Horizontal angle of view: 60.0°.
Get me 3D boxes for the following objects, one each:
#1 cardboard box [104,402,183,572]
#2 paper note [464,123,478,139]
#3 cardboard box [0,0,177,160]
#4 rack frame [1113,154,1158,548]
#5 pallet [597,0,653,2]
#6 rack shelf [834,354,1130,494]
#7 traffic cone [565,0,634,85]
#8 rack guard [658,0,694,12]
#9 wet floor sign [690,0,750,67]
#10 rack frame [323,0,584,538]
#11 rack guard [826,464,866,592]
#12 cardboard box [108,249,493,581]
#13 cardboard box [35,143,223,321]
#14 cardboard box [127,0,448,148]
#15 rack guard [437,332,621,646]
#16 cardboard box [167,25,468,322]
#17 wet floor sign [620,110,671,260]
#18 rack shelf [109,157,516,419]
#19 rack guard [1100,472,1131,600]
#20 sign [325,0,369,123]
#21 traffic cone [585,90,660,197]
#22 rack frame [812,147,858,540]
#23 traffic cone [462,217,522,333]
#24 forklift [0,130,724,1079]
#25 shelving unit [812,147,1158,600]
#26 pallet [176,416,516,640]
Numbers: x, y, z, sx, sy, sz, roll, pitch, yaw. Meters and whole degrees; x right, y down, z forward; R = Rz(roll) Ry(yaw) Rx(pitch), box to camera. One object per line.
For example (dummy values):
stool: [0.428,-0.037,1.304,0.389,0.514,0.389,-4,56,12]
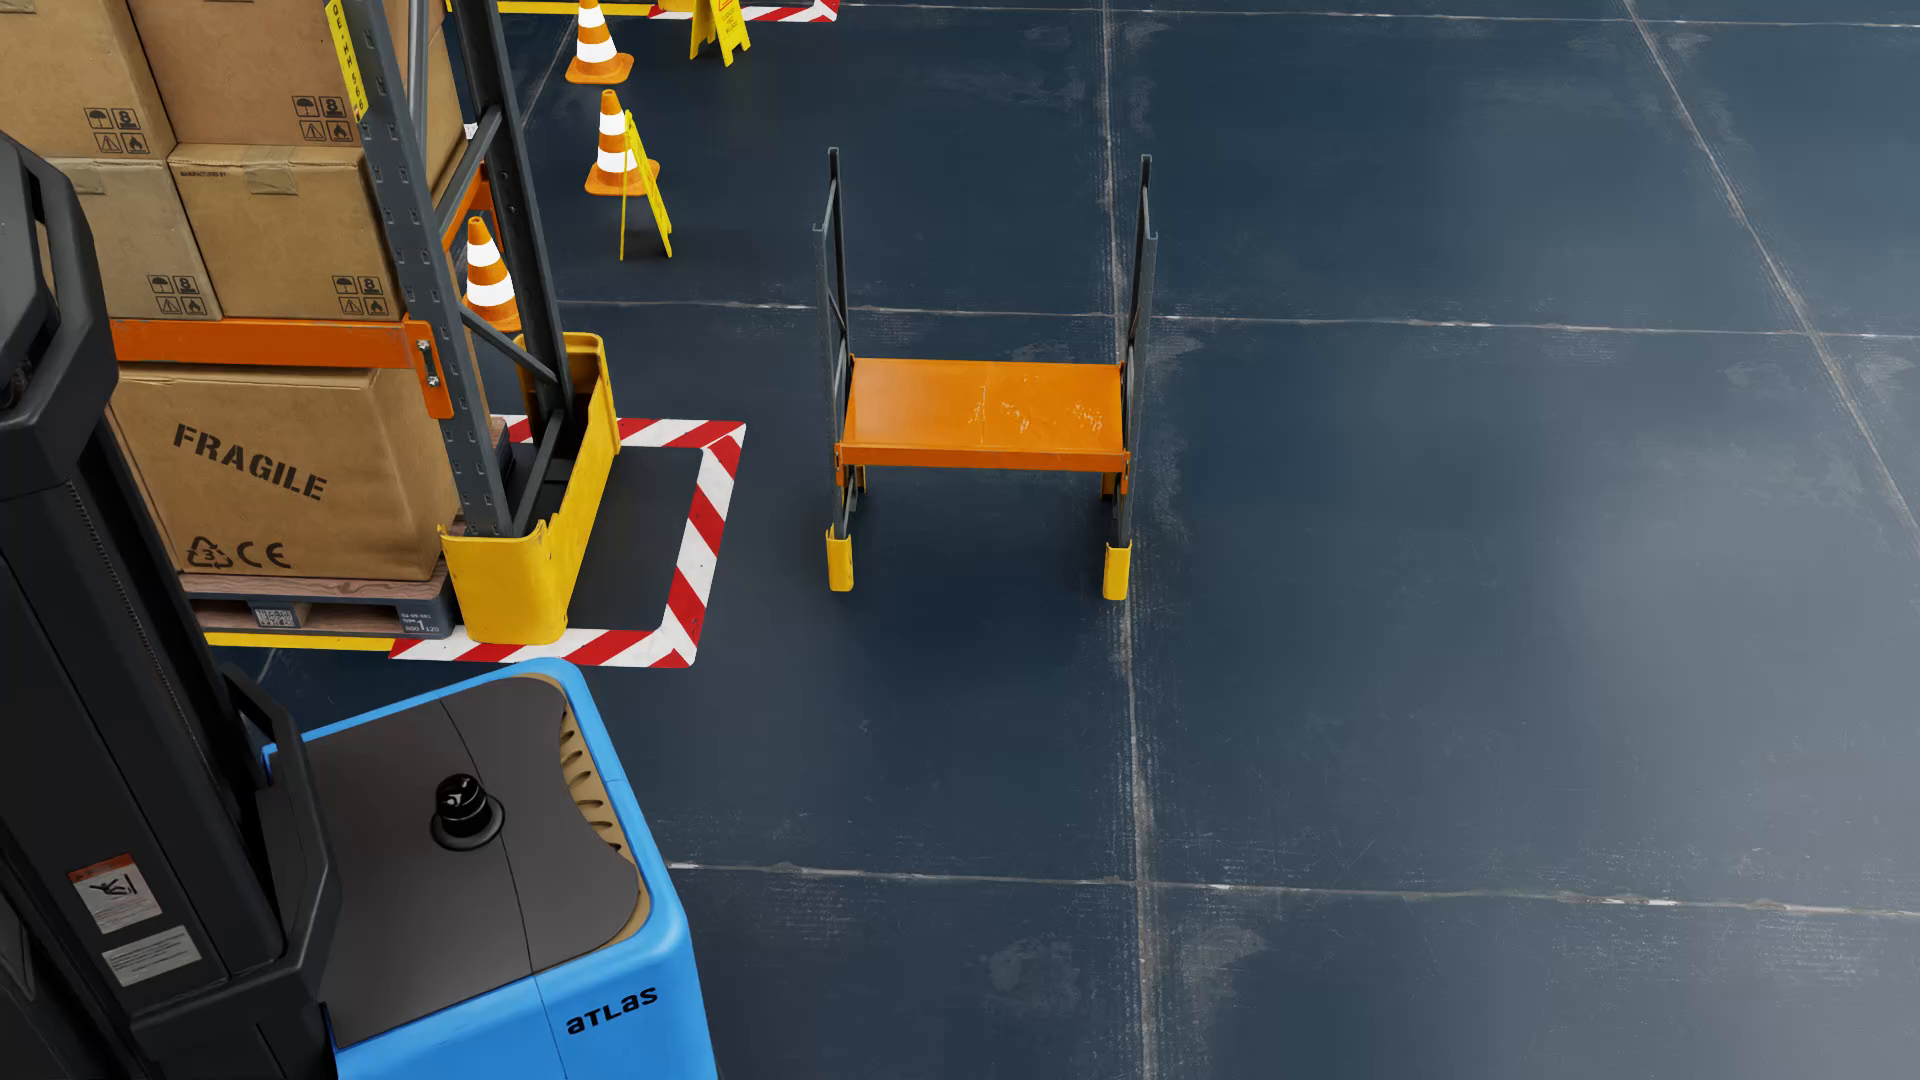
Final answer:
cardboard box: [-3.137,-0.507,5.844,0.875,0.875,0.875,1,43,1]
paper note: [-2.490,-2.090,8.471,0.142,0.019,0.148,-12,44,-13]
cardboard box: [-2.500,-1.571,4.834,0.550,0.550,0.875,2,43,2]
rack frame: [0.593,-0.531,5.719,0.032,1.500,0.500,2,43,2]
pallet: [-2.341,-3.534,9.889,1.213,0.211,1.003,2,43,2]
rack shelf: [0.085,-0.415,5.859,1.000,0.185,0.538,2,43,2]
traffic cone: [-1.943,-2.710,8.819,0.334,0.463,0.336,2,43,2]
rack guard: [-1.531,-3.591,9.738,0.348,0.500,1.175,2,43,2]
wet floor sign: [-1.314,-2.907,8.897,0.232,0.644,0.267,16,45,16]
rack frame: [-1.578,-1.129,5.262,0.127,3.000,1.000,2,43,2]
rack guard: [-0.421,-0.104,6.179,0.087,0.250,0.587,2,43,2]
cardboard box: [-2.258,-0.481,5.817,0.875,0.875,0.875,2,43,2]
cardboard box: [-2.501,-1.167,5.192,0.550,0.550,0.875,2,43,2]
cardboard box: [-1.947,-1.617,4.883,0.550,0.550,0.875,2,43,2]
rack guard: [-1.554,-0.214,6.113,0.348,0.500,1.175,2,43,2]
cardboard box: [-1.950,-1.165,5.190,0.550,0.550,0.875,2,43,2]
wet floor sign: [-1.459,-1.615,7.511,0.232,0.644,0.267,-5,43,-5]
rack shelf: [-3.576,-0.928,5.573,4.000,0.370,1.077,2,43,2]
rack guard: [0.574,-0.074,6.146,0.087,0.250,0.587,2,43,2]
sign: [-1.616,-1.271,4.390,0.005,0.325,0.100,2,43,2]
traffic cone: [-1.654,-1.943,7.997,0.334,0.463,0.336,2,43,2]
rack frame: [-0.423,-0.562,5.753,0.032,1.500,0.500,2,43,2]
traffic cone: [-2.044,-1.184,7.182,0.334,0.463,0.336,2,43,2]
forklift: [-2.163,0.733,3.313,3.031,2.935,1.130,-18,46,-19]
shelving unit: [0.076,-0.546,5.736,1.083,1.500,0.587,2,43,2]
pallet: [-2.380,-0.080,6.181,1.213,0.211,1.003,2,43,2]
